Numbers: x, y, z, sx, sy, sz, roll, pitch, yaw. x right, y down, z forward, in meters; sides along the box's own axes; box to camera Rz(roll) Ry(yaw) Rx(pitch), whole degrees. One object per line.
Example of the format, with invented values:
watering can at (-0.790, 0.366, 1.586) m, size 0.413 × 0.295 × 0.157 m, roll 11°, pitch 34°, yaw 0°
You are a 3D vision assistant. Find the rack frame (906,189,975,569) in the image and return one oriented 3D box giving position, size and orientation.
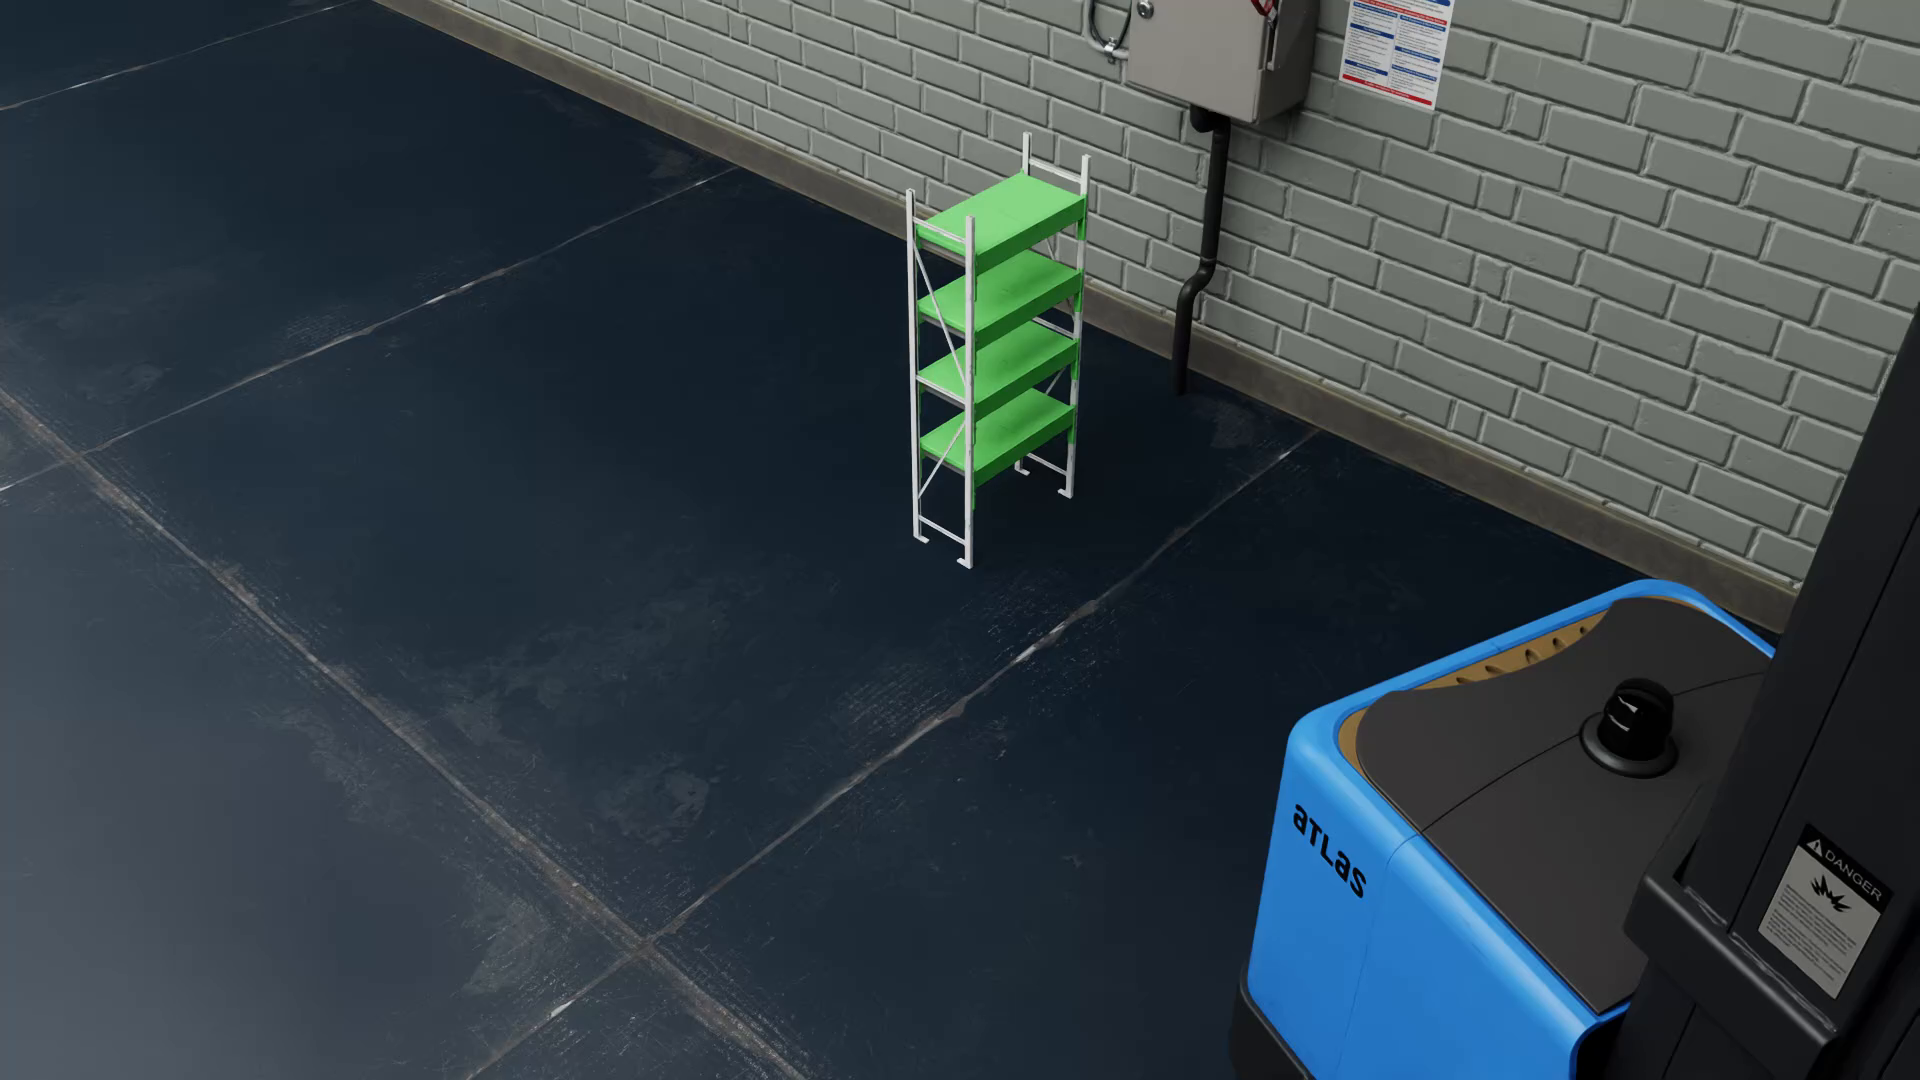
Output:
rack frame at (-0.053, -0.434, 4.831) m, size 0.240 × 1.200 × 0.015 m, roll 30°, pitch 47°, yaw 32°

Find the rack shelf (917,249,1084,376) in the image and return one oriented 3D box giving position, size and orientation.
rack shelf at (0.112, -0.684, 4.863) m, size 0.258 × 0.148 × 0.480 m, roll 30°, pitch 47°, yaw 32°

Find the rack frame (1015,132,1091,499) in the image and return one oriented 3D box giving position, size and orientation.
rack frame at (0.276, -0.658, 5.113) m, size 0.240 × 1.200 × 0.015 m, roll 30°, pitch 47°, yaw 32°

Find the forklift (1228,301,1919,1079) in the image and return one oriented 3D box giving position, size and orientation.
forklift at (1.726, 0.703, 2.010) m, size 1.130 × 2.935 × 3.031 m, roll -18°, pitch 42°, yaw -21°

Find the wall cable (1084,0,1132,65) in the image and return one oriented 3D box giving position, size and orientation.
wall cable at (0.375, -2.435, 5.085) m, size 0.588 × 1.984 × 0.122 m, roll 30°, pitch 47°, yaw 32°

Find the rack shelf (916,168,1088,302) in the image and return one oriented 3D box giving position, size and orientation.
rack shelf at (0.112, -0.871, 4.713) m, size 0.258 × 0.148 × 0.480 m, roll 30°, pitch 47°, yaw 32°

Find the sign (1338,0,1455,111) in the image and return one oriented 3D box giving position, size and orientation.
sign at (1.277, -1.529, 4.839) m, size 0.329 × 0.494 × 0.001 m, roll 30°, pitch 47°, yaw 32°

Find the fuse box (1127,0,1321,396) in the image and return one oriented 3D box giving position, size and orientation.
fuse box at (0.773, -1.174, 5.351) m, size 0.539 × 1.711 × 0.414 m, roll 30°, pitch 47°, yaw 32°

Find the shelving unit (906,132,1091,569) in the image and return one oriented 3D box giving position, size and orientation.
shelving unit at (0.112, -0.546, 4.972) m, size 0.258 × 1.200 × 0.503 m, roll 30°, pitch 47°, yaw 32°

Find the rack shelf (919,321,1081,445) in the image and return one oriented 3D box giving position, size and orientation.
rack shelf at (0.112, -0.496, 5.012) m, size 0.258 × 0.148 × 0.480 m, roll 30°, pitch 47°, yaw 32°

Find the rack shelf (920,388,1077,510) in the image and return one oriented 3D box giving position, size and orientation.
rack shelf at (0.112, -0.308, 5.161) m, size 0.258 × 0.148 × 0.480 m, roll 30°, pitch 47°, yaw 32°
